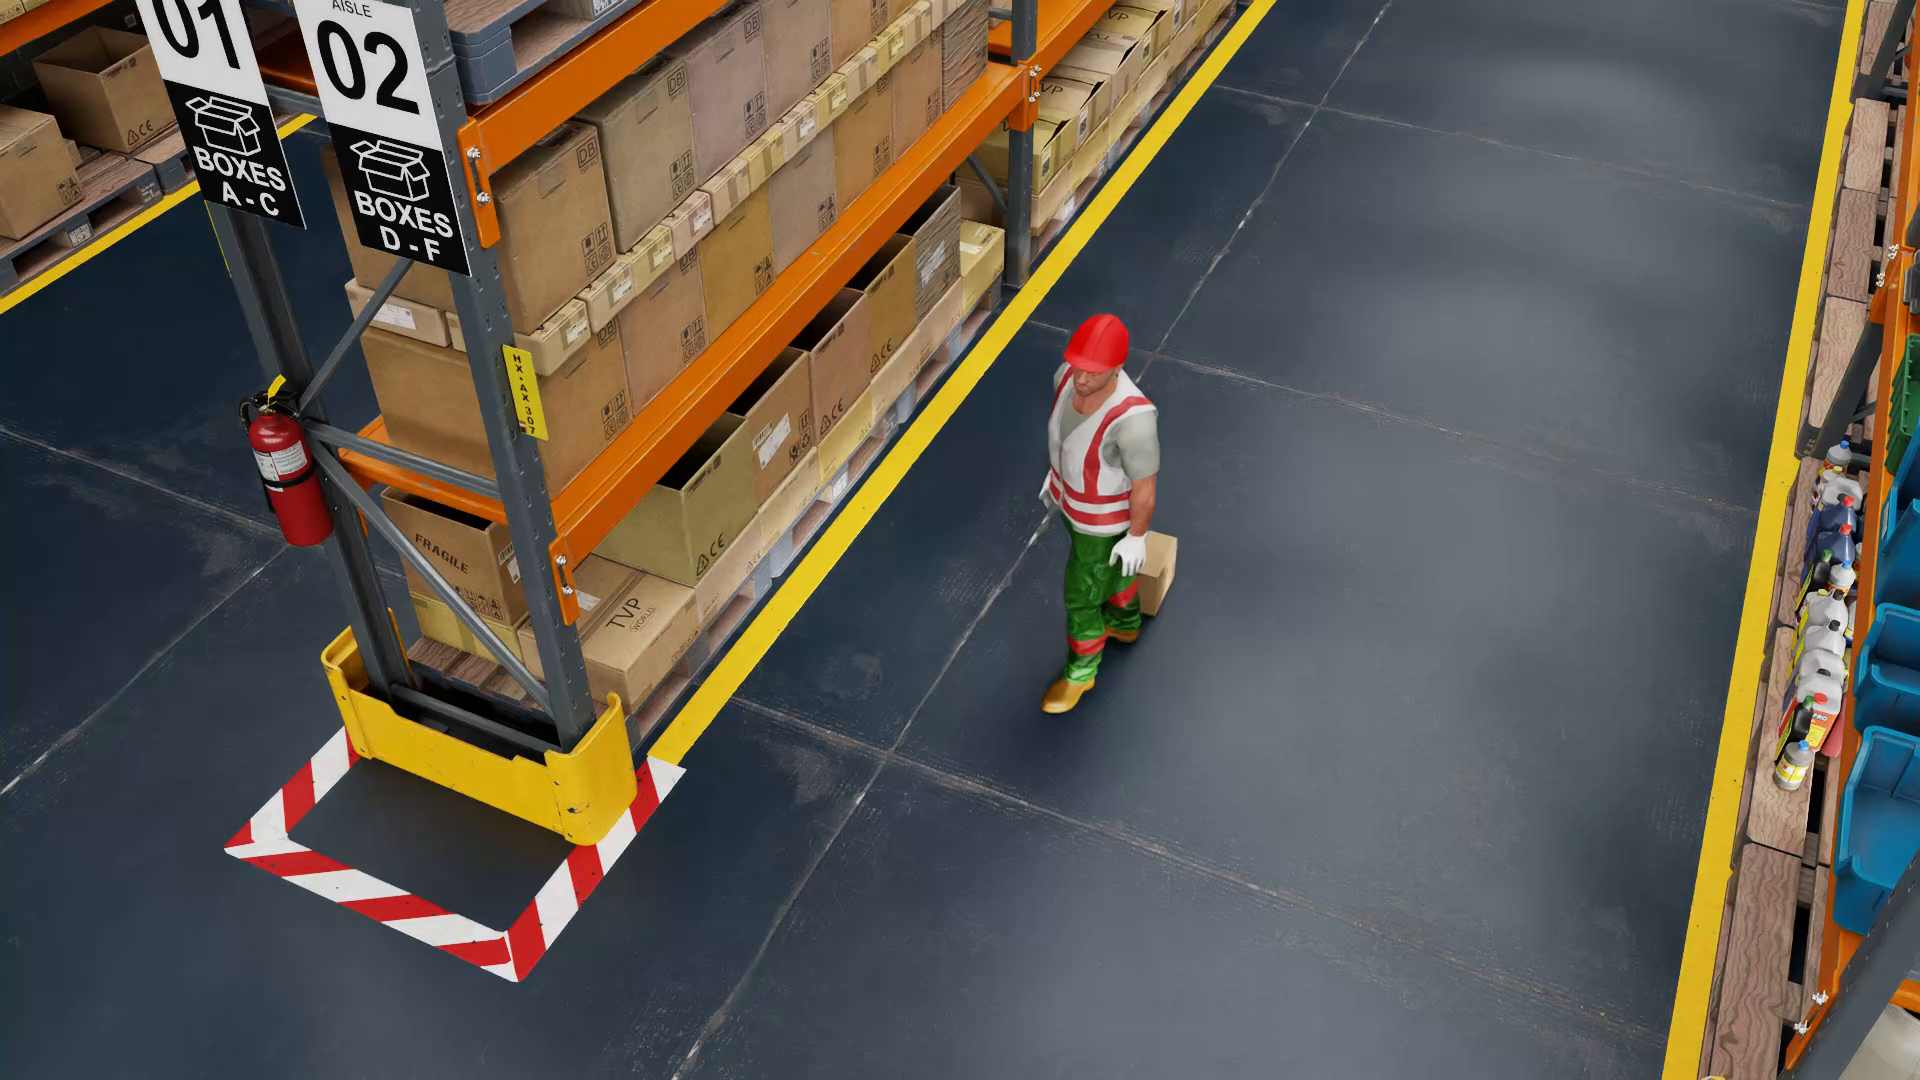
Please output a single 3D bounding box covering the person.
[{"bbox_3d":[0.527,-0.133,6.293,0.576,1.783,0.563,-18,45,-19],"label":"person"}]
